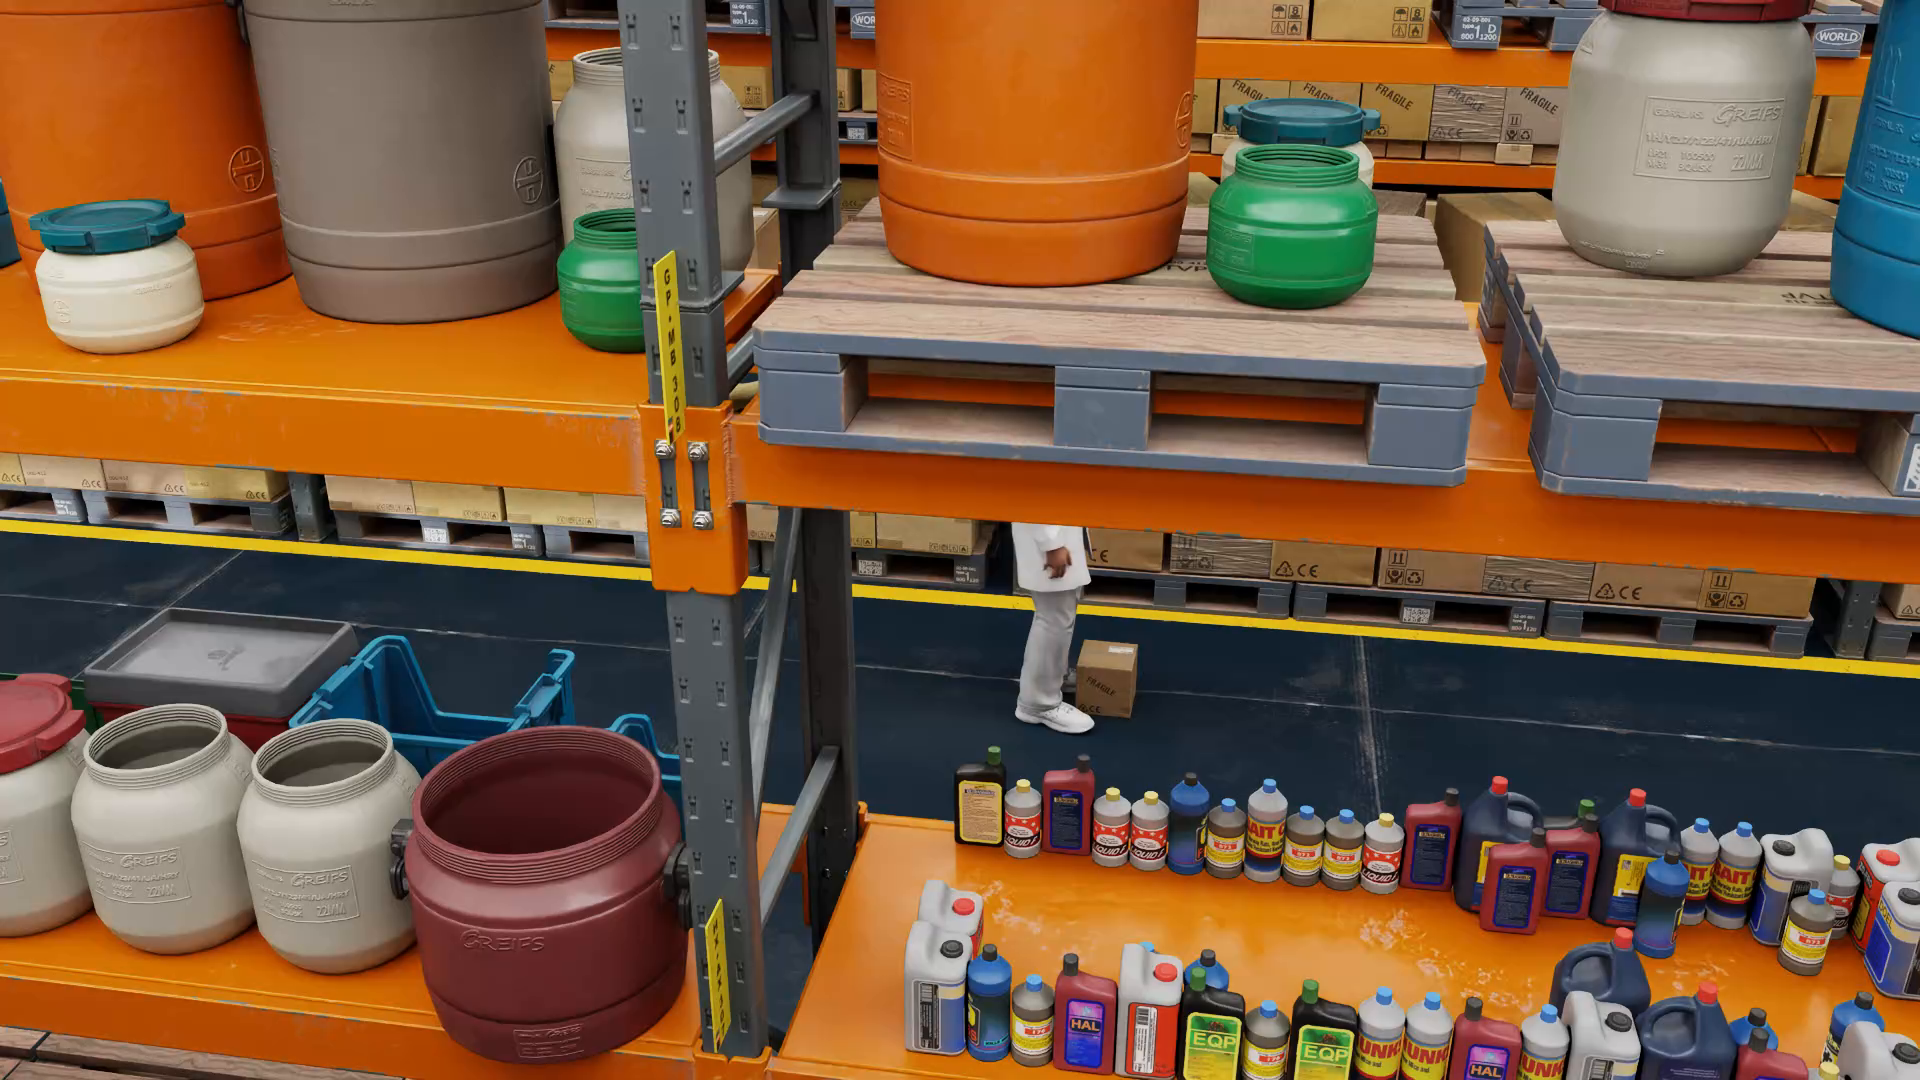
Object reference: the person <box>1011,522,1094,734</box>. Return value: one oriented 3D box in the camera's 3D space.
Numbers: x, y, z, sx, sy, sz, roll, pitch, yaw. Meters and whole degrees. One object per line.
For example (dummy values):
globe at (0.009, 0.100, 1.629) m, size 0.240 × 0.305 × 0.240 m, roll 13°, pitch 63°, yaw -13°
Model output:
person at (0.418, -0.063, 7.263) m, size 0.427 × 1.773 × 0.640 m, roll 3°, pitch 25°, yaw 8°
